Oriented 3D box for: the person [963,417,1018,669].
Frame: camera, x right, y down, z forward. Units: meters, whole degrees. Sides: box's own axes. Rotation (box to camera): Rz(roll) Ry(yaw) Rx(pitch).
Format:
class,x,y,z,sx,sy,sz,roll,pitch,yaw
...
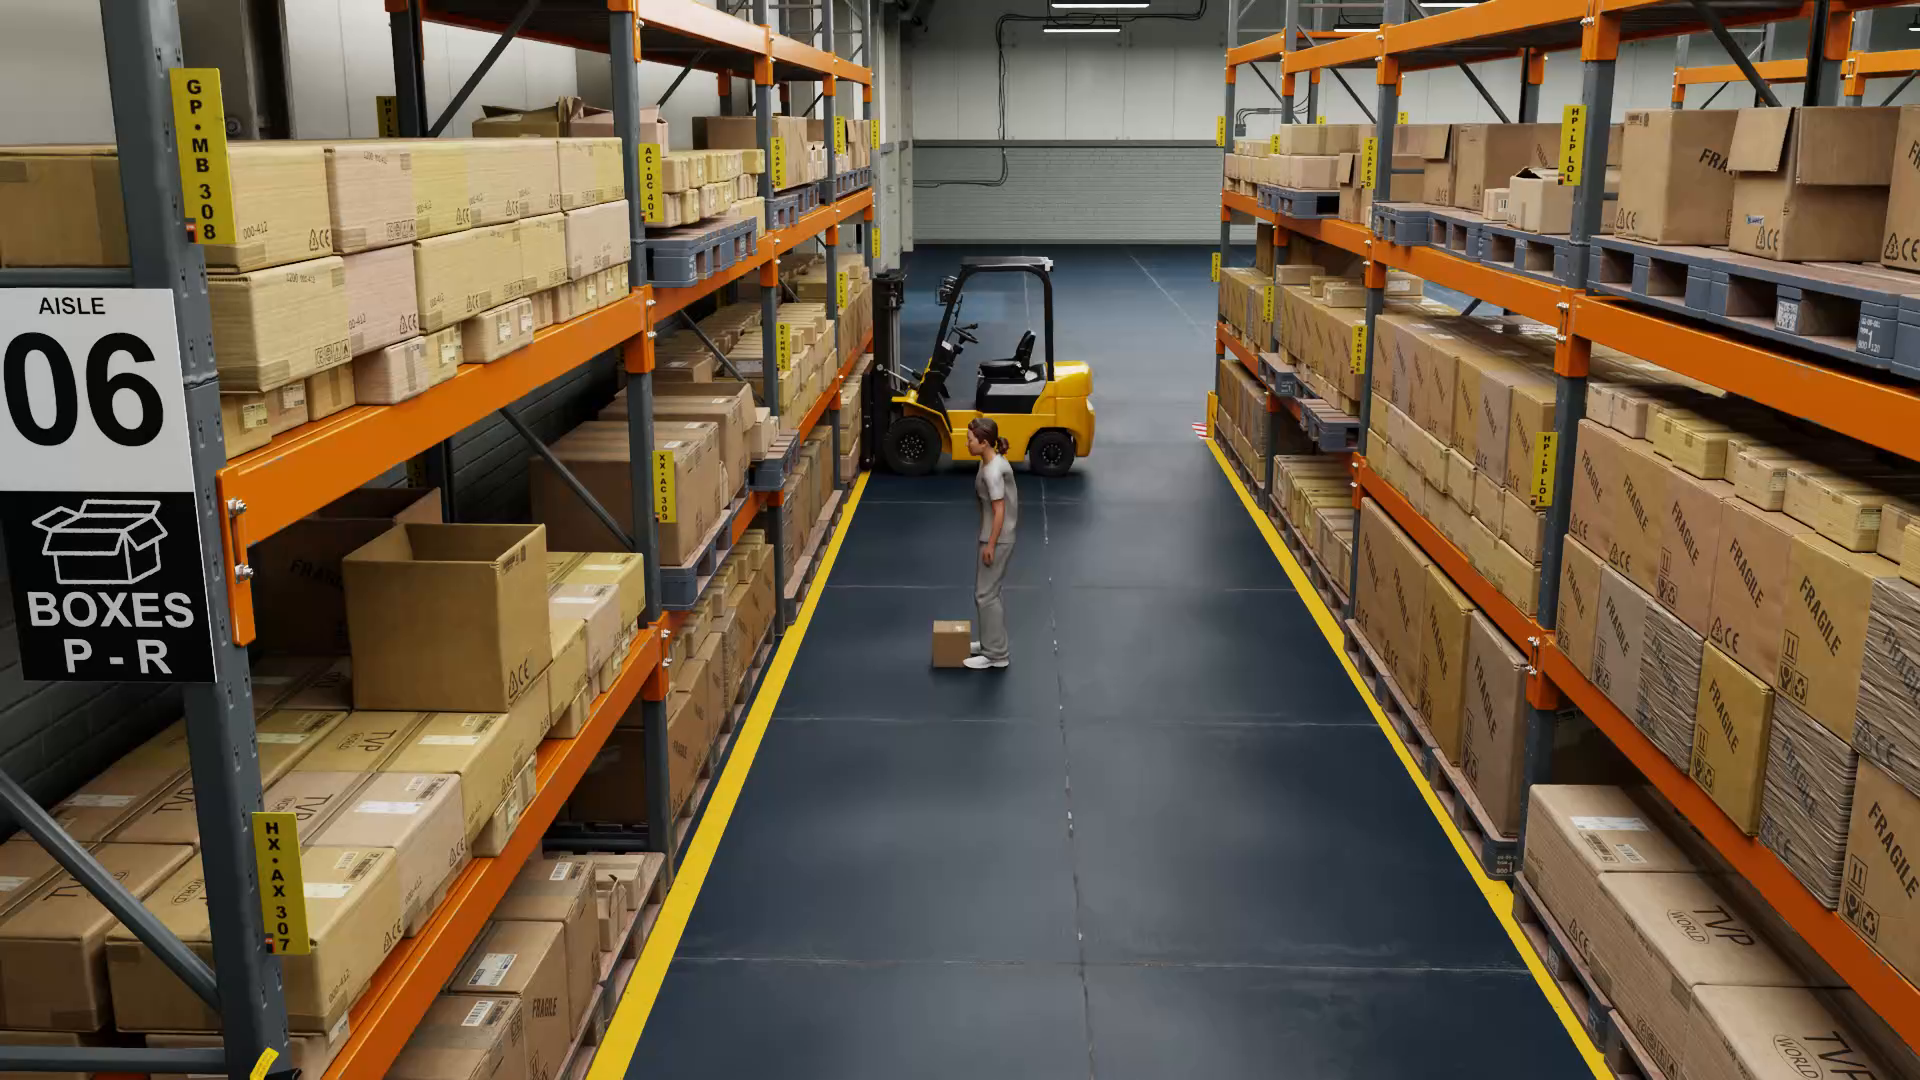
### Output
class,x,y,z,sx,sy,sz,roll,pitch,yaw
person,0.197,0.008,10.975,0.362,1.671,0.506,0,14,-2
